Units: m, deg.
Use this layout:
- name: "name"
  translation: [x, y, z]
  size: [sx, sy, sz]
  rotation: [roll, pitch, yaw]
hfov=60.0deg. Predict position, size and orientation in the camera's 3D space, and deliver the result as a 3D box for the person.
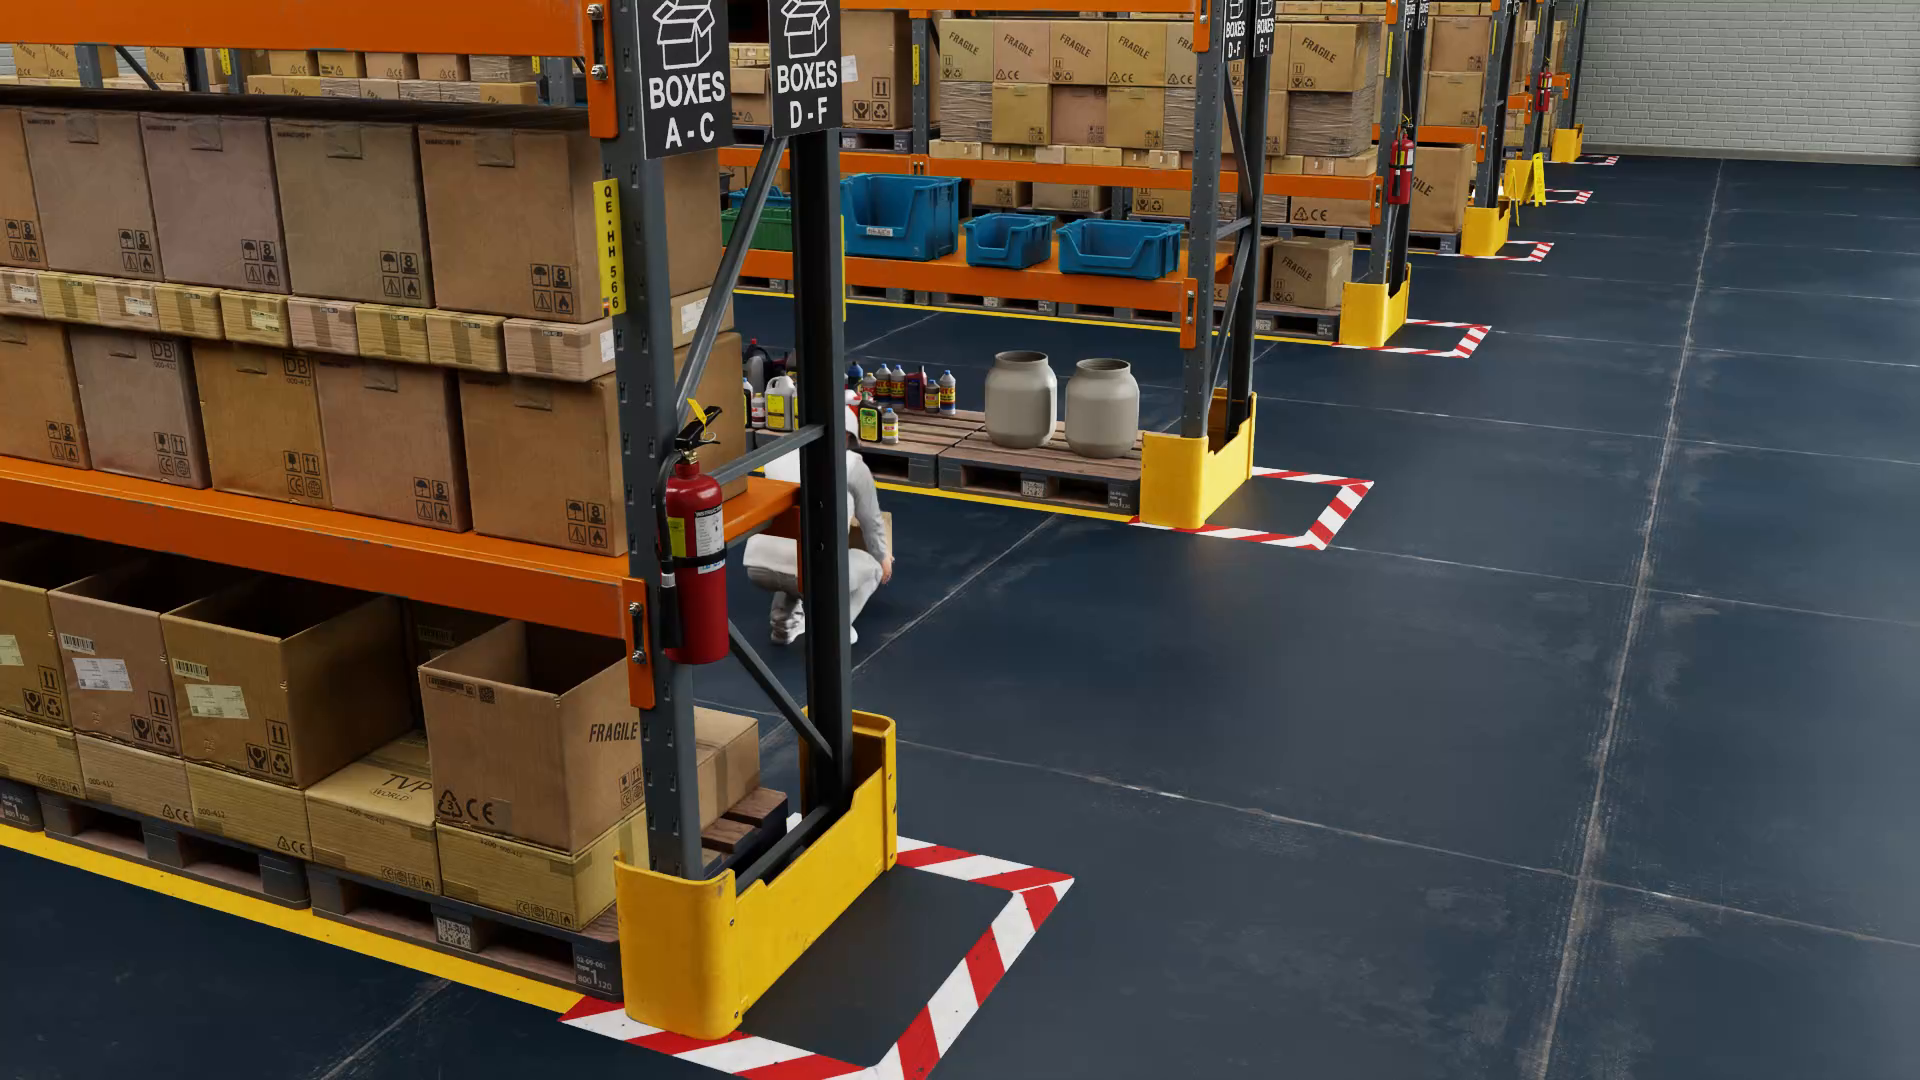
- name: "person"
  translation: [-0.631, -0.057, 7.387]
  size: [0.524, 1.014, 0.872]
  rotation: [8, 20, 22]
